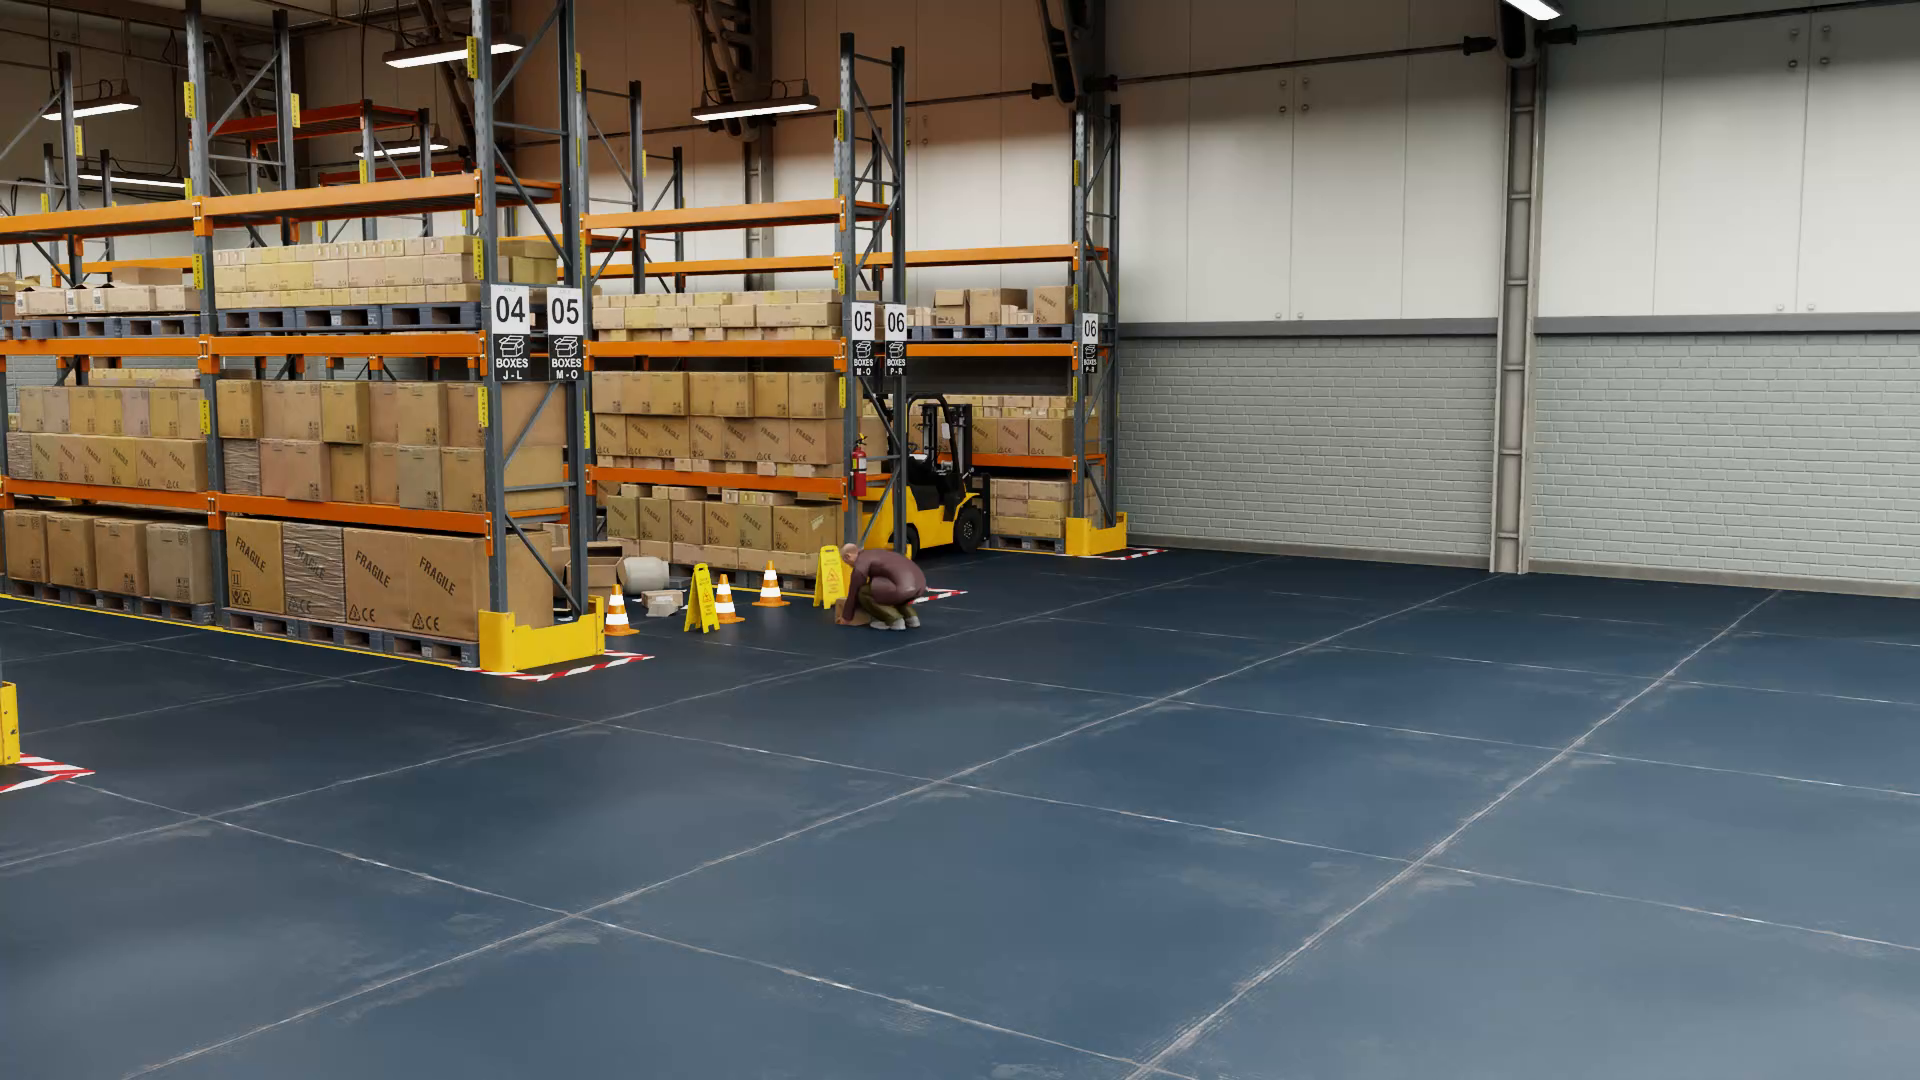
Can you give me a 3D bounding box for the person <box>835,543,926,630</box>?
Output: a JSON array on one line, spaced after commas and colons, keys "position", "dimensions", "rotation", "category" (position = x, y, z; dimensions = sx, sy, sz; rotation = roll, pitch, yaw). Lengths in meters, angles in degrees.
[{"position": [-0.761, 0.490, 16.194], "dimensions": [0.927, 0.889, 0.581], "rotation": [4, 7, 33], "category": "person"}]
